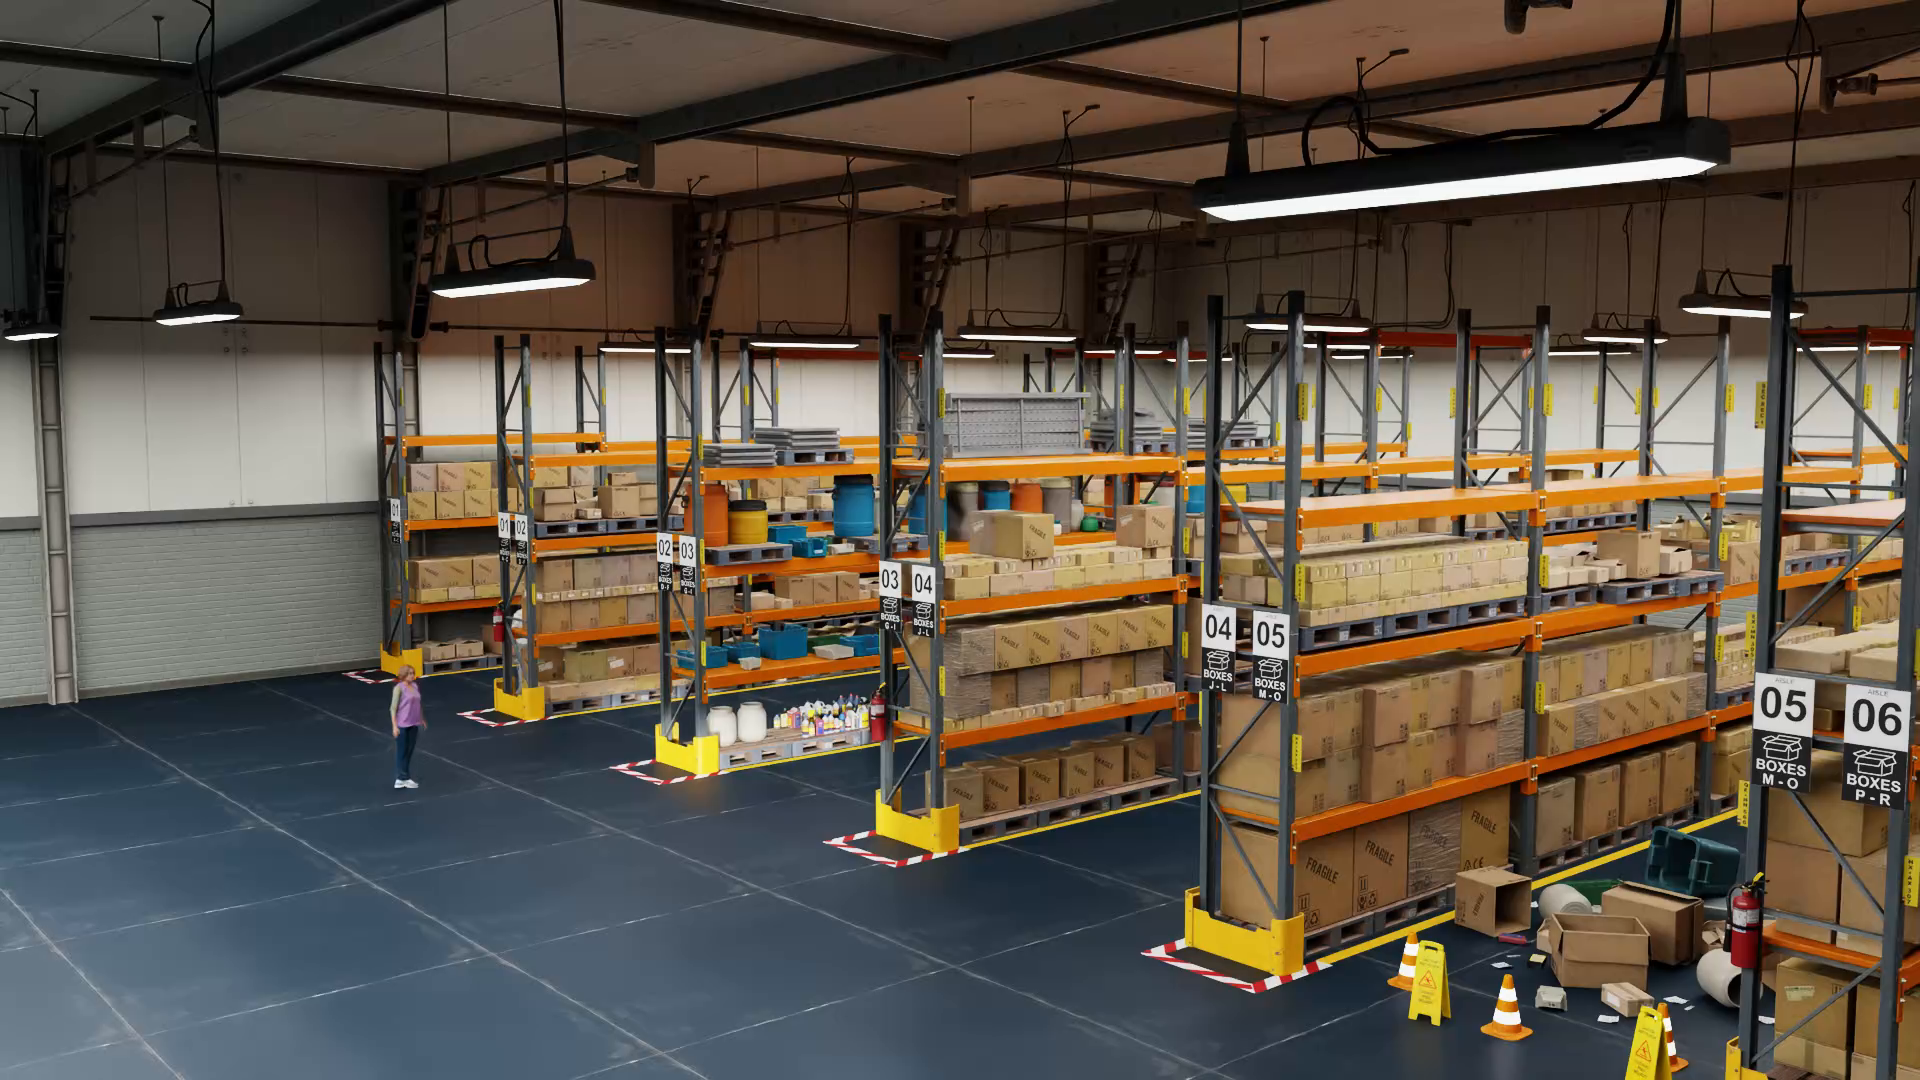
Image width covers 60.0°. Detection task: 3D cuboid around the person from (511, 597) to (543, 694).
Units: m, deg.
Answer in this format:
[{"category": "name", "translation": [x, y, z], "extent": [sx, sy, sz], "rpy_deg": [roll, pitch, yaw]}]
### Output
[{"category": "person", "translation": [-7.329, 1.791, 28.138], "extent": [0.590, 1.702, 0.388], "rpy_deg": [-3, 6, -31]}]

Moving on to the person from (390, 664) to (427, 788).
[{"category": "person", "translation": [-7.169, 2.527, 21.571], "extent": [0.344, 1.397, 0.561], "rpy_deg": [2, 6, 24]}]
